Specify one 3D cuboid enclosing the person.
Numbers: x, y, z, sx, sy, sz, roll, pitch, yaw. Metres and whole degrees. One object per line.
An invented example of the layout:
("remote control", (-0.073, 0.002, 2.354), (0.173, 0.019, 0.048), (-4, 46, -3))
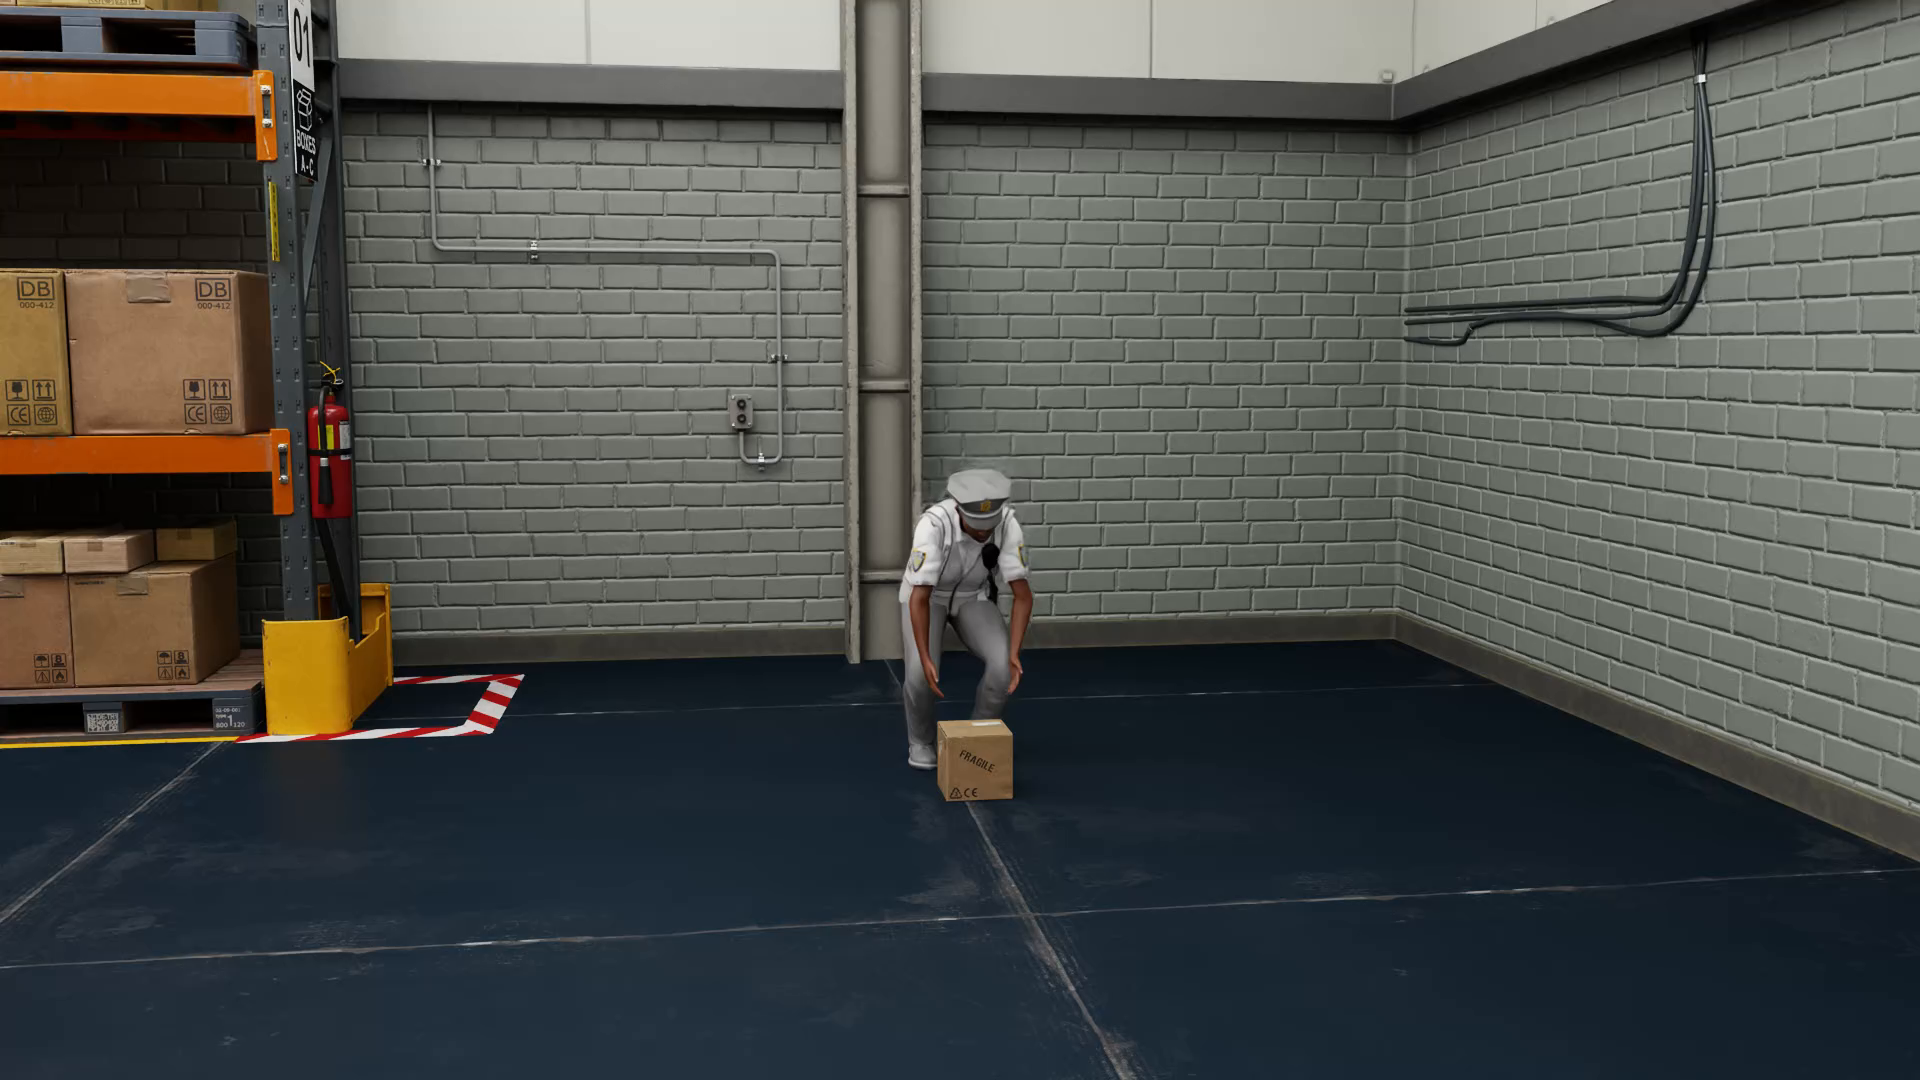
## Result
("person", (0.022, 0.311, 6.623), (0.500, 1.217, 0.792), (-1, 7, -9))
